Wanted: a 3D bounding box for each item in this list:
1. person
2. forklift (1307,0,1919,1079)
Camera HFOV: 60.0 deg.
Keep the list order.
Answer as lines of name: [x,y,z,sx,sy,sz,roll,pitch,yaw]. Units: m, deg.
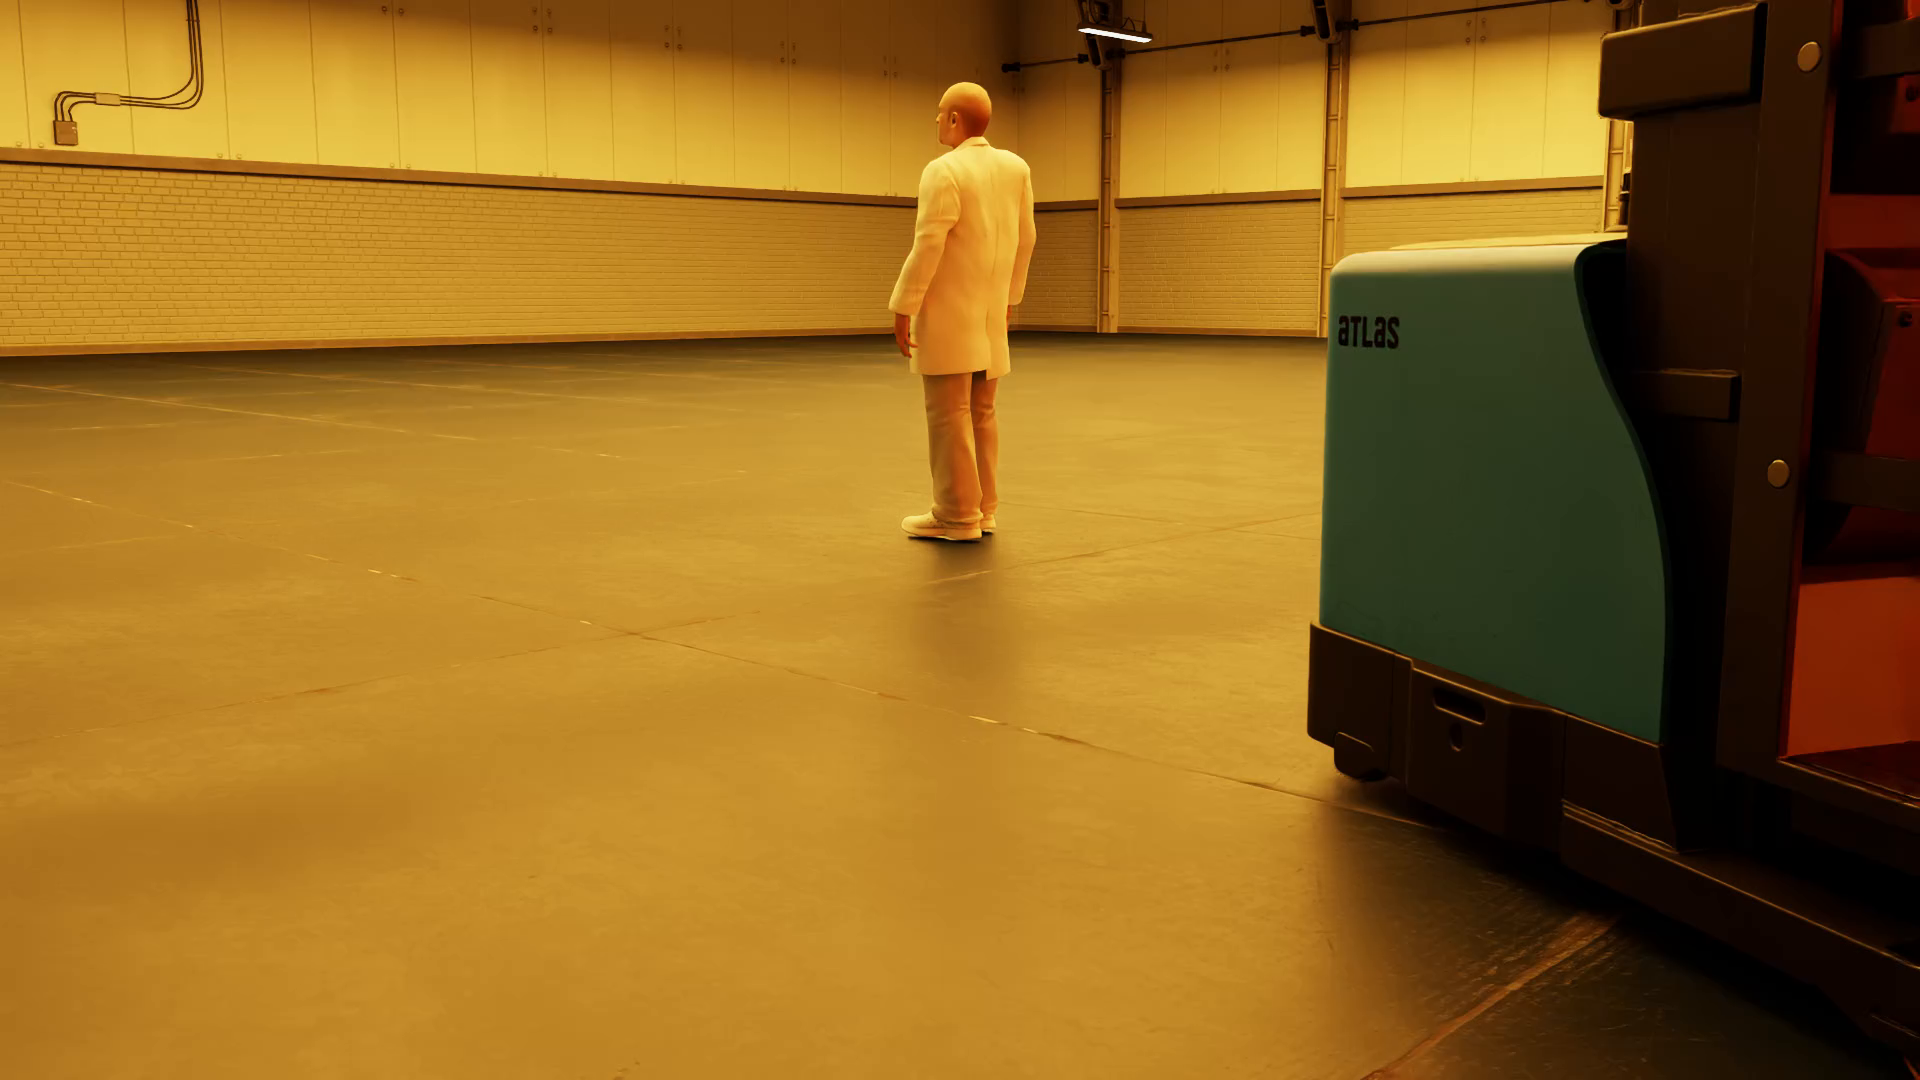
person: [-0.063,-0.896,6.649,0.578,1.778,0.698,8,12,43]
forklift: [1.704,-0.790,2.122,1.130,2.935,3.031,-3,9,-19]
